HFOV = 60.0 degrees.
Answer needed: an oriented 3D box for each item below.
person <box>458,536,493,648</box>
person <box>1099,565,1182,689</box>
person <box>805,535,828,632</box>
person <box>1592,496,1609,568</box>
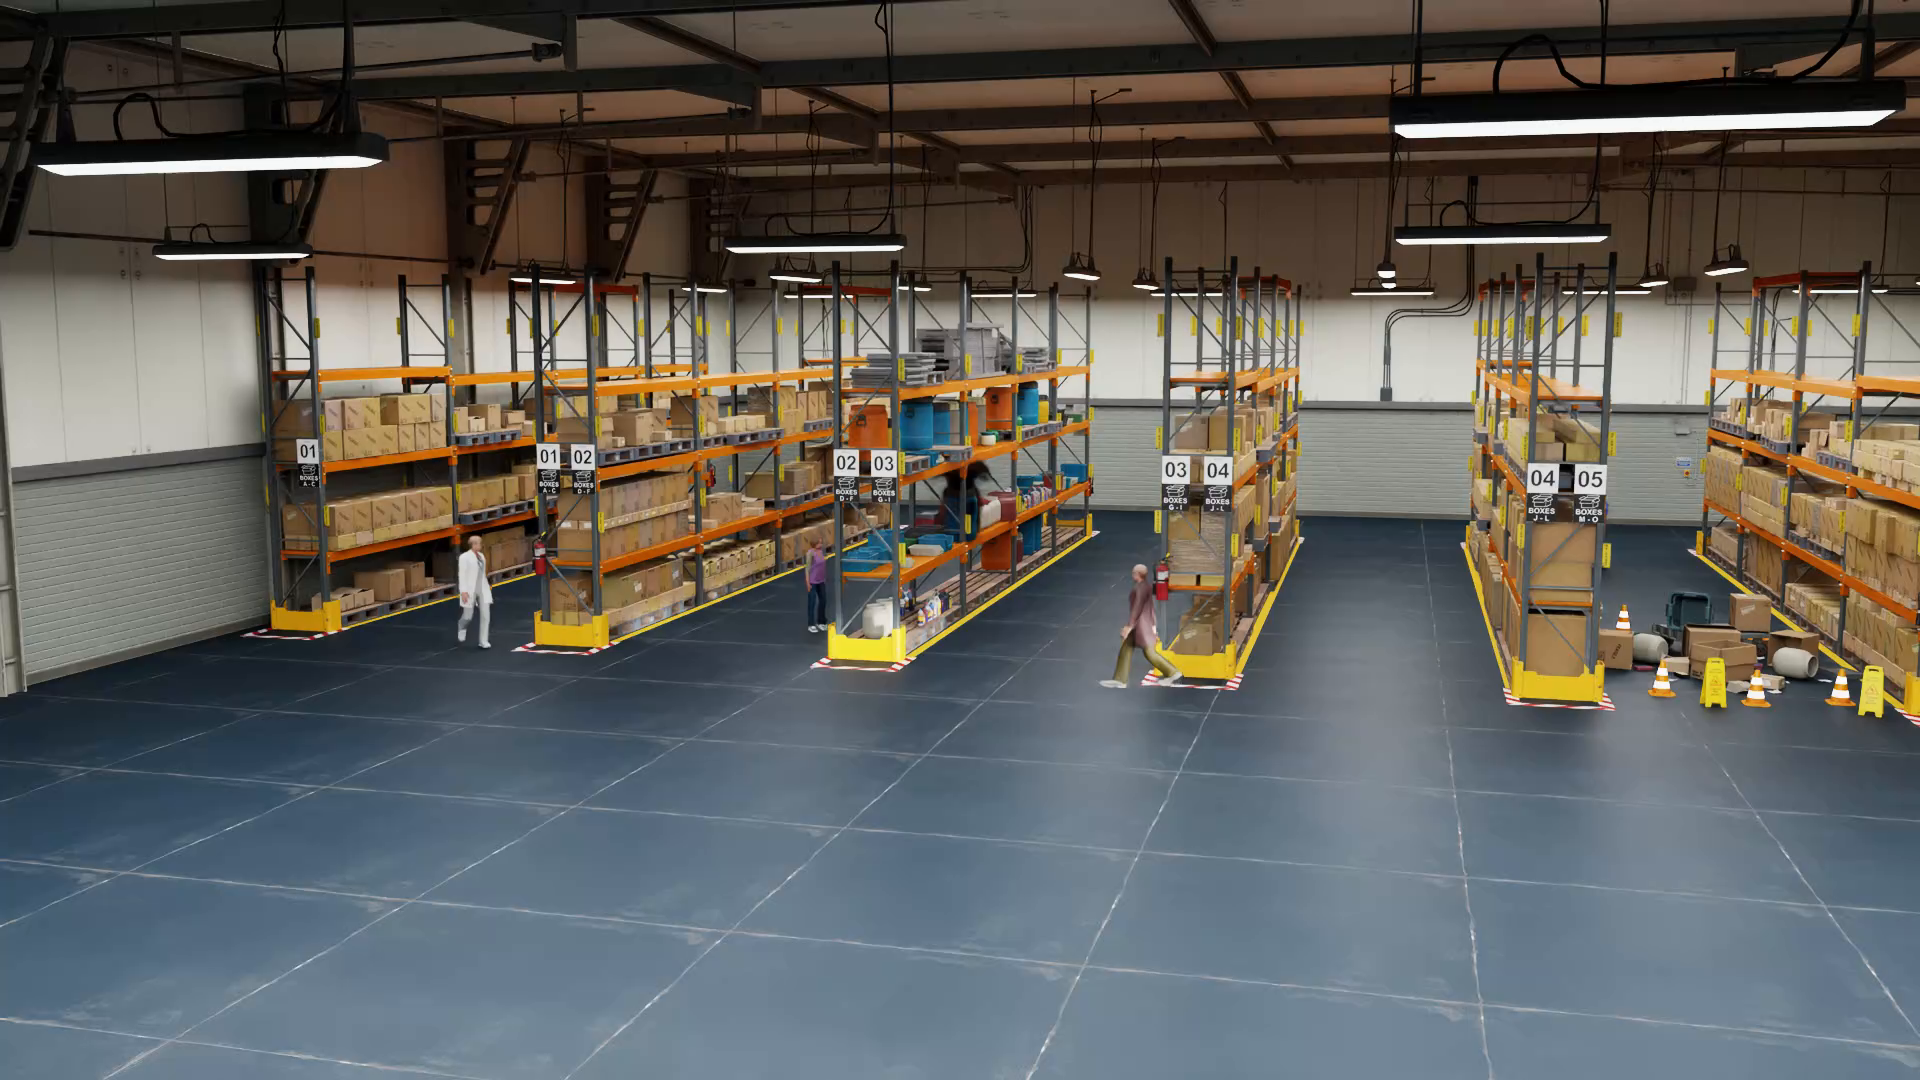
[{"bbox_3d":[-7.689,0.802,26.224,0.539,1.749,0.807,-5,9,-34],"label":"person"},{"bbox_3d":[2.527,1.210,23.095,1.103,1.748,0.517,-2,7,-12],"label":"person"},{"bbox_3d":[-2.397,0.803,27.616,0.345,1.544,0.494,5,9,35],"label":"person"},{"bbox_3d":[13.420,-0.234,34.835,0.351,1.663,0.489,3,8,21],"label":"person"}]
